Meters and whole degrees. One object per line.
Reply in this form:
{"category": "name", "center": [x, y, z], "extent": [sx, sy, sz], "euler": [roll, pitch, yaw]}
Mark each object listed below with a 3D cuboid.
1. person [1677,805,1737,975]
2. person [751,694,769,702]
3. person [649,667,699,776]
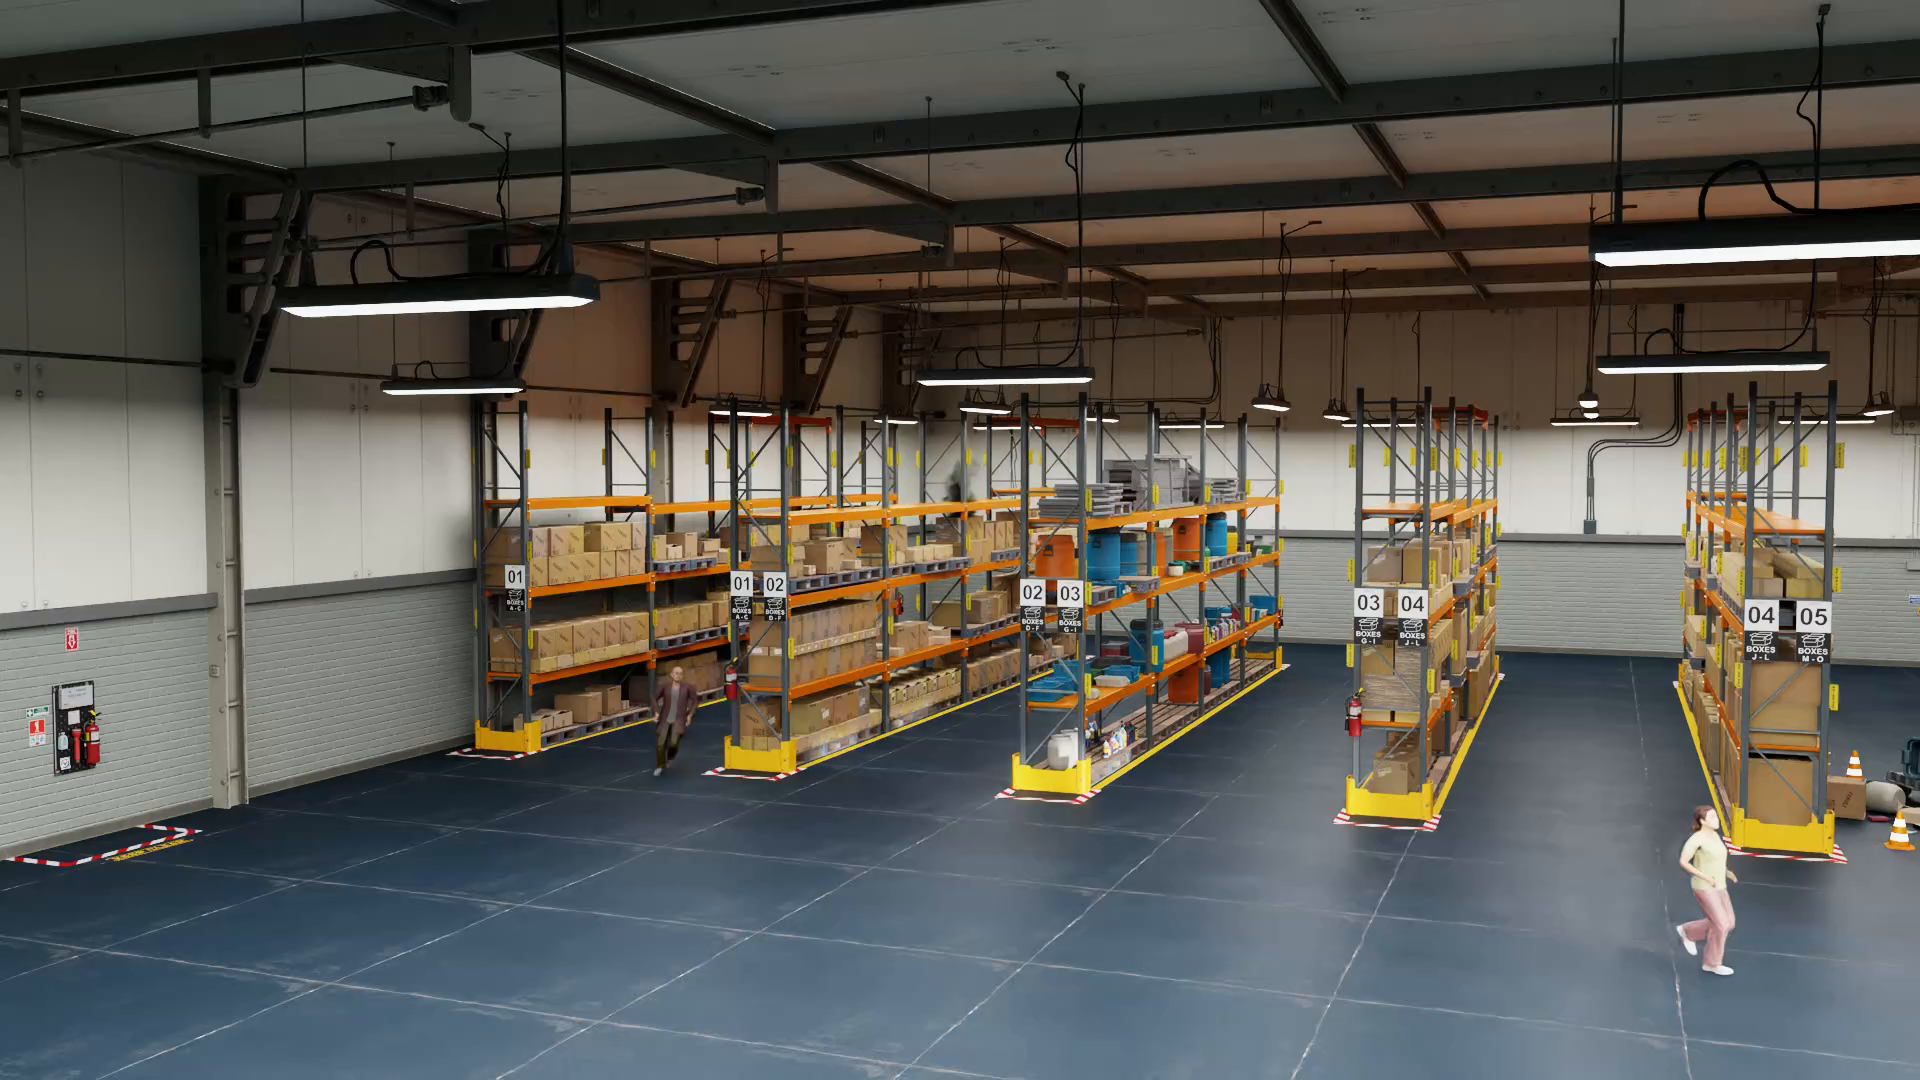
{"category": "person", "center": [7.280, 3.394, 16.270], "extent": [0.580, 1.620, 0.625], "euler": [-2, 3, -34]}
{"category": "person", "center": [-3.718, 2.654, 31.243], "extent": [0.546, 1.766, 0.755], "euler": [1, 3, 14]}
{"category": "person", "center": [-4.538, 2.868, 26.361], "extent": [0.770, 1.717, 0.561], "euler": [0, 3, -3]}
